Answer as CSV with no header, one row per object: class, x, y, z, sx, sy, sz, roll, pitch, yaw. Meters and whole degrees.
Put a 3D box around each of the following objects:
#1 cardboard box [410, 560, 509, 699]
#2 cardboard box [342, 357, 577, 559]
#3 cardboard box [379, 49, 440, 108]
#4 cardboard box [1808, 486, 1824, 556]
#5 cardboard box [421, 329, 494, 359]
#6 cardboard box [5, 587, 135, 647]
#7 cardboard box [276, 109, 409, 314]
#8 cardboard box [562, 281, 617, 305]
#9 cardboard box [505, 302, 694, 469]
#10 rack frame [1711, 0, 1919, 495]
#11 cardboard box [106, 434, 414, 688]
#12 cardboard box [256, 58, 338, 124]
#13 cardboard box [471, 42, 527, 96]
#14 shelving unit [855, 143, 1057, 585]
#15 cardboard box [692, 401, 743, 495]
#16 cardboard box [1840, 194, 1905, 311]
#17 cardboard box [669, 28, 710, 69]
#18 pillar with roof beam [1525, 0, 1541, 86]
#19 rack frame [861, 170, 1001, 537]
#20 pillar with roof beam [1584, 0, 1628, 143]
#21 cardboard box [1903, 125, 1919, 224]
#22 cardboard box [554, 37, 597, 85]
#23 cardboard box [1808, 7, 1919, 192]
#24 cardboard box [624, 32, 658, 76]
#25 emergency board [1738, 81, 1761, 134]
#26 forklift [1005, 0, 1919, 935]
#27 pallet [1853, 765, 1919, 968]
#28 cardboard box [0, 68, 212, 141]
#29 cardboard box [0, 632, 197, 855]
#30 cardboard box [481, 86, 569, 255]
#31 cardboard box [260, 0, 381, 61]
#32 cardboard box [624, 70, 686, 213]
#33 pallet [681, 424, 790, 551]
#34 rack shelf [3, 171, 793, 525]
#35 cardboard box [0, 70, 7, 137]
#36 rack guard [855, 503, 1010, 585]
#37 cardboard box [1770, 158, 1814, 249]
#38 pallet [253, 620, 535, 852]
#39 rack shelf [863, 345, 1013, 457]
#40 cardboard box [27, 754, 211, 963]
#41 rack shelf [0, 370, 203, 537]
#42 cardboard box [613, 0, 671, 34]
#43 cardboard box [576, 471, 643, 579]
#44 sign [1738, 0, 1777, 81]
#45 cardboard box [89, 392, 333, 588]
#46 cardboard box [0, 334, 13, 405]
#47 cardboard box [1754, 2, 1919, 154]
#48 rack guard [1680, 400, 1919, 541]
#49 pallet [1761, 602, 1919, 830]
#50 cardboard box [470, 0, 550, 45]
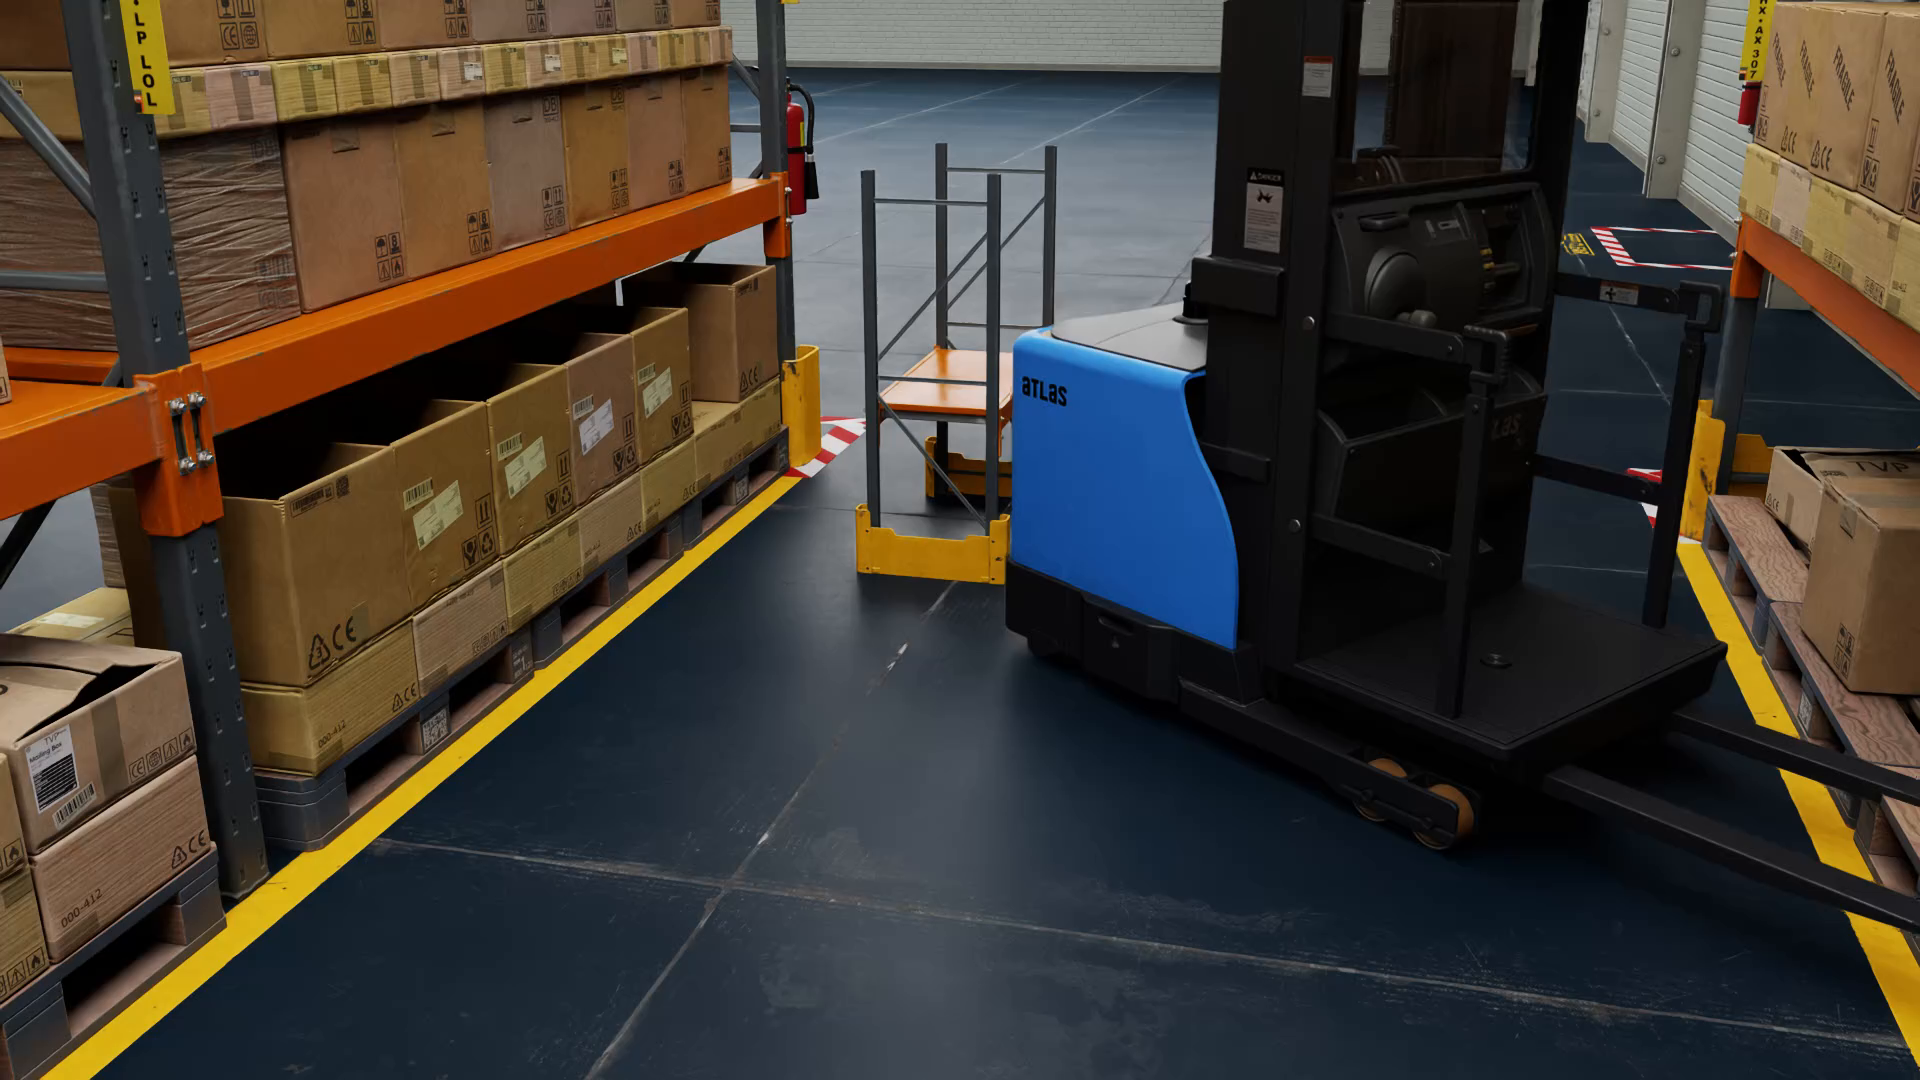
cardboard box,-1.703,0.237,4.957,0.500,0.250,0.500,5,19,13
cardboard box,-1.576,-0.274,5.293,0.500,0.500,0.500,5,19,13
cardboard box,-1.735,-1.331,4.786,0.380,0.149,0.250,4,19,12
cardboard box,3.149,0.001,5.522,0.500,0.311,0.500,6,20,18
cardboard box,-1.976,-0.473,5.877,0.500,0.500,0.500,5,19,13
cardboard box,-2.336,0.352,4.620,0.500,0.250,0.500,5,19,13
cardboard box,-2.012,-0.940,4.645,0.700,0.500,0.500,4,19,13
cardboard box,-1.727,-0.786,6.793,0.500,0.500,0.500,5,19,13
cardboard box,-1.332,-0.588,6.211,0.500,0.500,0.500,5,19,13
rack frame,3.545,-1.451,6.296,1.000,3.000,0.127,5,19,13
cardboard box,-1.820,0.039,4.376,0.500,0.500,0.500,5,19,13
cardboard box,-1.861,-1.171,4.316,0.380,0.149,0.250,4,19,12
cardboard box,-1.609,-1.497,5.270,0.380,0.149,0.250,4,19,13
shelving unit,0.019,-0.734,6.515,0.587,1.500,1.083,5,19,13
cardboard box,-1.215,-0.390,6.792,0.500,0.250,0.500,5,19,13
cardboard box,2.749,-0.781,4.533,0.500,0.250,0.500,5,19,14
cardboard box,-1.231,-1.979,6.682,0.380,0.149,0.250,5,20,15
pillar with roof beam,7.368,-13.746,33.009,9.100,9.000,0.400,5,19,13
rack frame,-0.103,-0.577,6.057,0.500,1.500,0.032,5,19,13
pillar with roof beam,4.436,-9.984,21.997,9.100,9.000,0.400,5,19,13
cardboard box,2.633,-0.977,3.949,0.500,0.500,0.500,4,19,12
cardboard box,-1.483,-1.655,5.734,0.380,0.149,0.250,5,20,15
cardboard box,2.874,-1.303,4.903,0.500,0.500,0.500,4,19,12
cardboard box,-1.357,-1.820,6.217,0.380,0.149,0.250,5,19,14
emergency board,6.319,-3.816,13.218,0.194,1.169,0.643,5,19,13
forklift,1.467,-0.764,4.389,1.130,2.935,3.031,-15,24,-36
pallet,2.697,0.909,3.701,1.003,0.211,1.213,5,19,13
cardboard box,-1.984,-1.011,3.848,0.380,0.149,0.250,5,19,13
cardboard box,-2.058,0.399,3.615,0.500,0.311,0.500,5,19,13
cardboard box,-1.762,-1.258,5.575,0.700,0.500,0.500,5,20,15
cardboard box,-2.012,-1.547,4.414,0.700,0.500,0.500,5,19,13
cardboard box,-1.510,-1.578,6.513,0.700,0.500,0.500,5,20,15
pallet,-1.406,-0.279,7.177,1.003,0.211,1.213,5,19,13
rack shelf,-1.748,-0.874,5.719,1.077,0.370,4.000,5,19,13
cardboard box,-2.378,-1.044,3.945,0.380,0.149,0.250,5,19,13
rack guard,-0.103,0.014,6.260,0.587,0.250,0.087,5,19,13
cardboard box,3.005,-1.098,5.463,0.500,0.250,0.500,4,19,12
pallet,-2.002,0.486,4.938,1.003,0.211,1.213,5,19,13
rack shelf,0.021,-0.566,6.582,0.538,0.185,1.000,5,19,13
cardboard box,-2.057,0.668,3.696,0.500,0.250,0.500,4,19,13
rack shelf,-2.726,0.380,2.048,1.077,0.370,4.000,5,19,13
cardboard box,-1.522,-2.175,6.254,0.700,0.500,0.500,4,19,12
cardboard box,-1.459,-0.076,5.875,0.500,0.250,0.500,5,19,13
sign,3.019,-1.904,6.281,0.100,0.325,0.005,5,19,13
cardboard box,-2.202,-0.158,4.955,0.500,0.500,0.500,5,19,13
cardboard box,-2.315,-0.359,3.330,0.500,0.250,0.500,6,20,17
cardboard box,3.137,-1.619,5.827,0.500,0.500,0.500,5,19,13
rack guard,3.526,-0.245,6.630,1.175,0.500,0.348,5,19,13
pallet,2.993,0.525,4.824,1.003,0.211,1.213,5,19,13
cardboard box,-1.767,-1.860,5.332,0.700,0.500,0.500,5,19,13
